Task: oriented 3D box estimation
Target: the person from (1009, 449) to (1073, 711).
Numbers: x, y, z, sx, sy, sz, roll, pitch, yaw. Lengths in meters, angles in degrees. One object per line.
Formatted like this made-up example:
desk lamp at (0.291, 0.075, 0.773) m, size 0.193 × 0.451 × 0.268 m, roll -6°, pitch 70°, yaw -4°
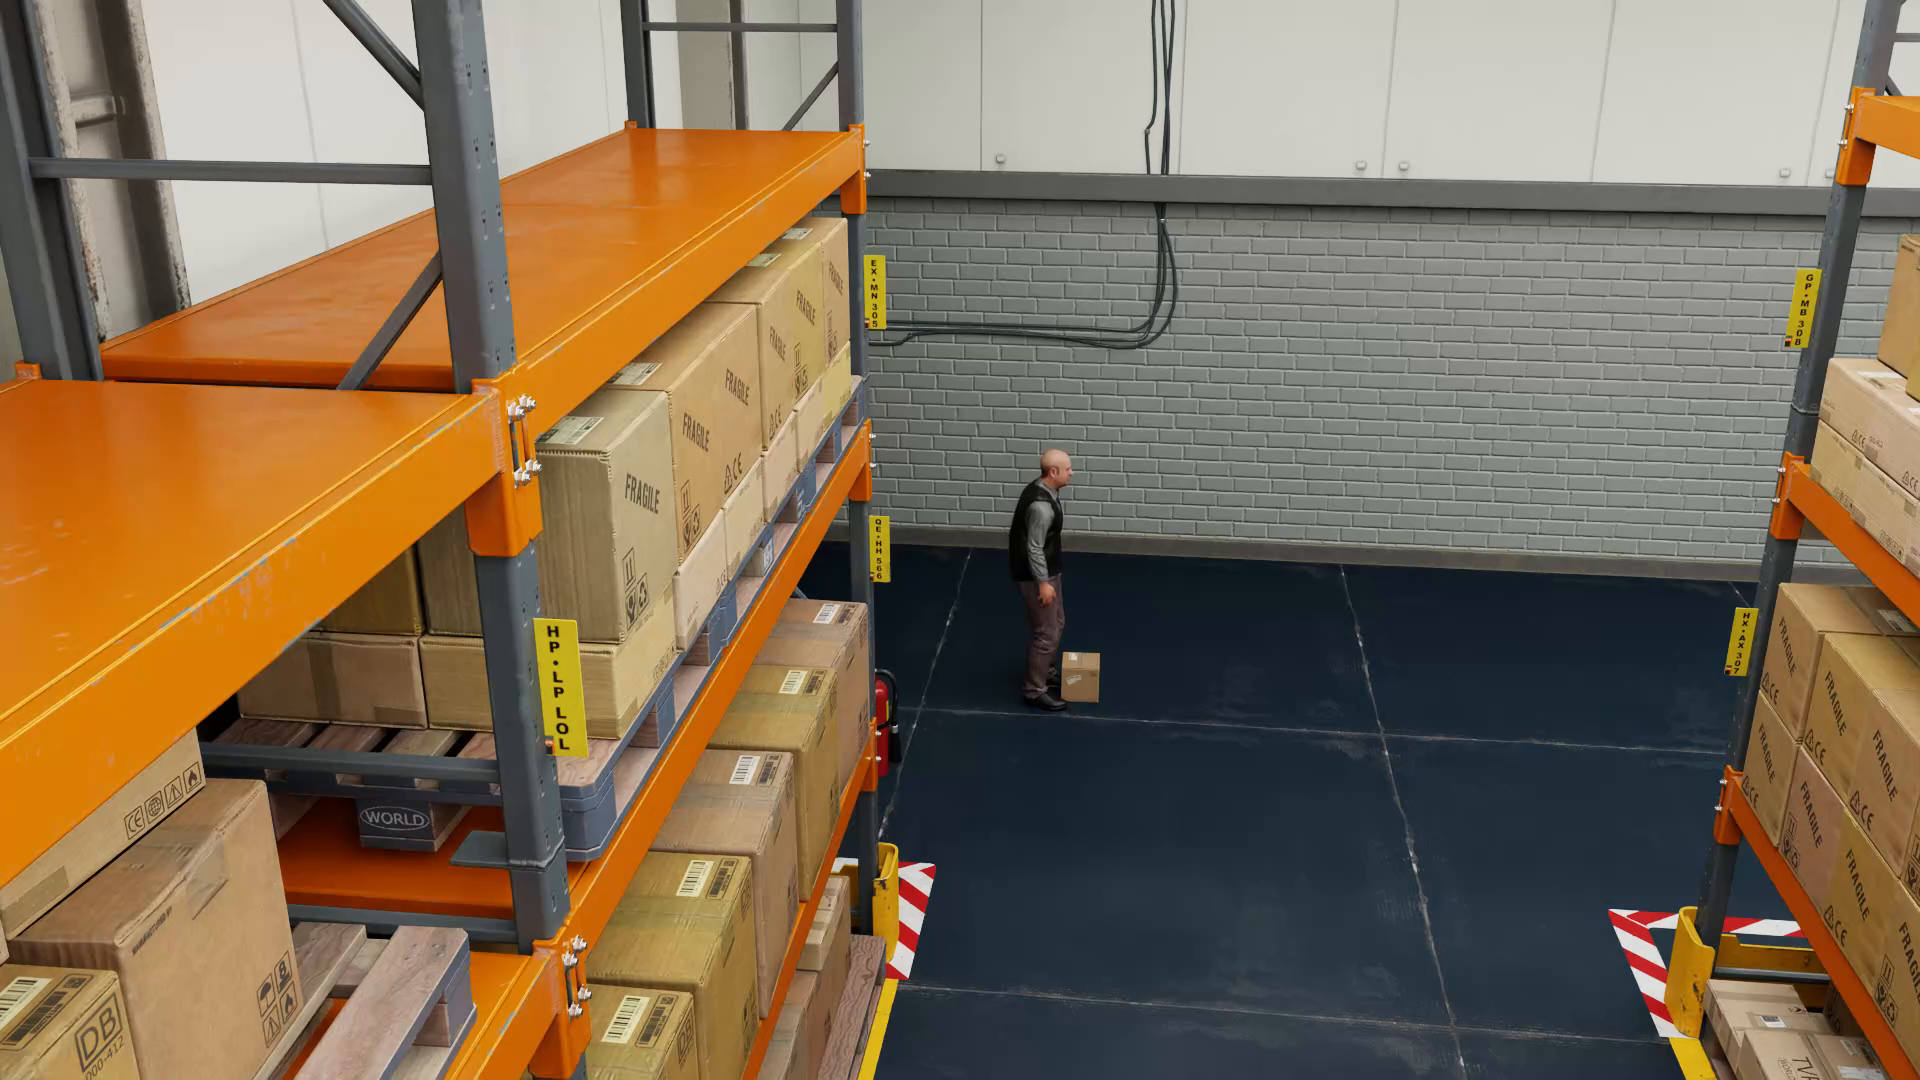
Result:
person at (0.551, 0.231, 10.943) m, size 0.465 × 1.720 × 0.580 m, roll 3°, pitch 21°, yaw 7°
